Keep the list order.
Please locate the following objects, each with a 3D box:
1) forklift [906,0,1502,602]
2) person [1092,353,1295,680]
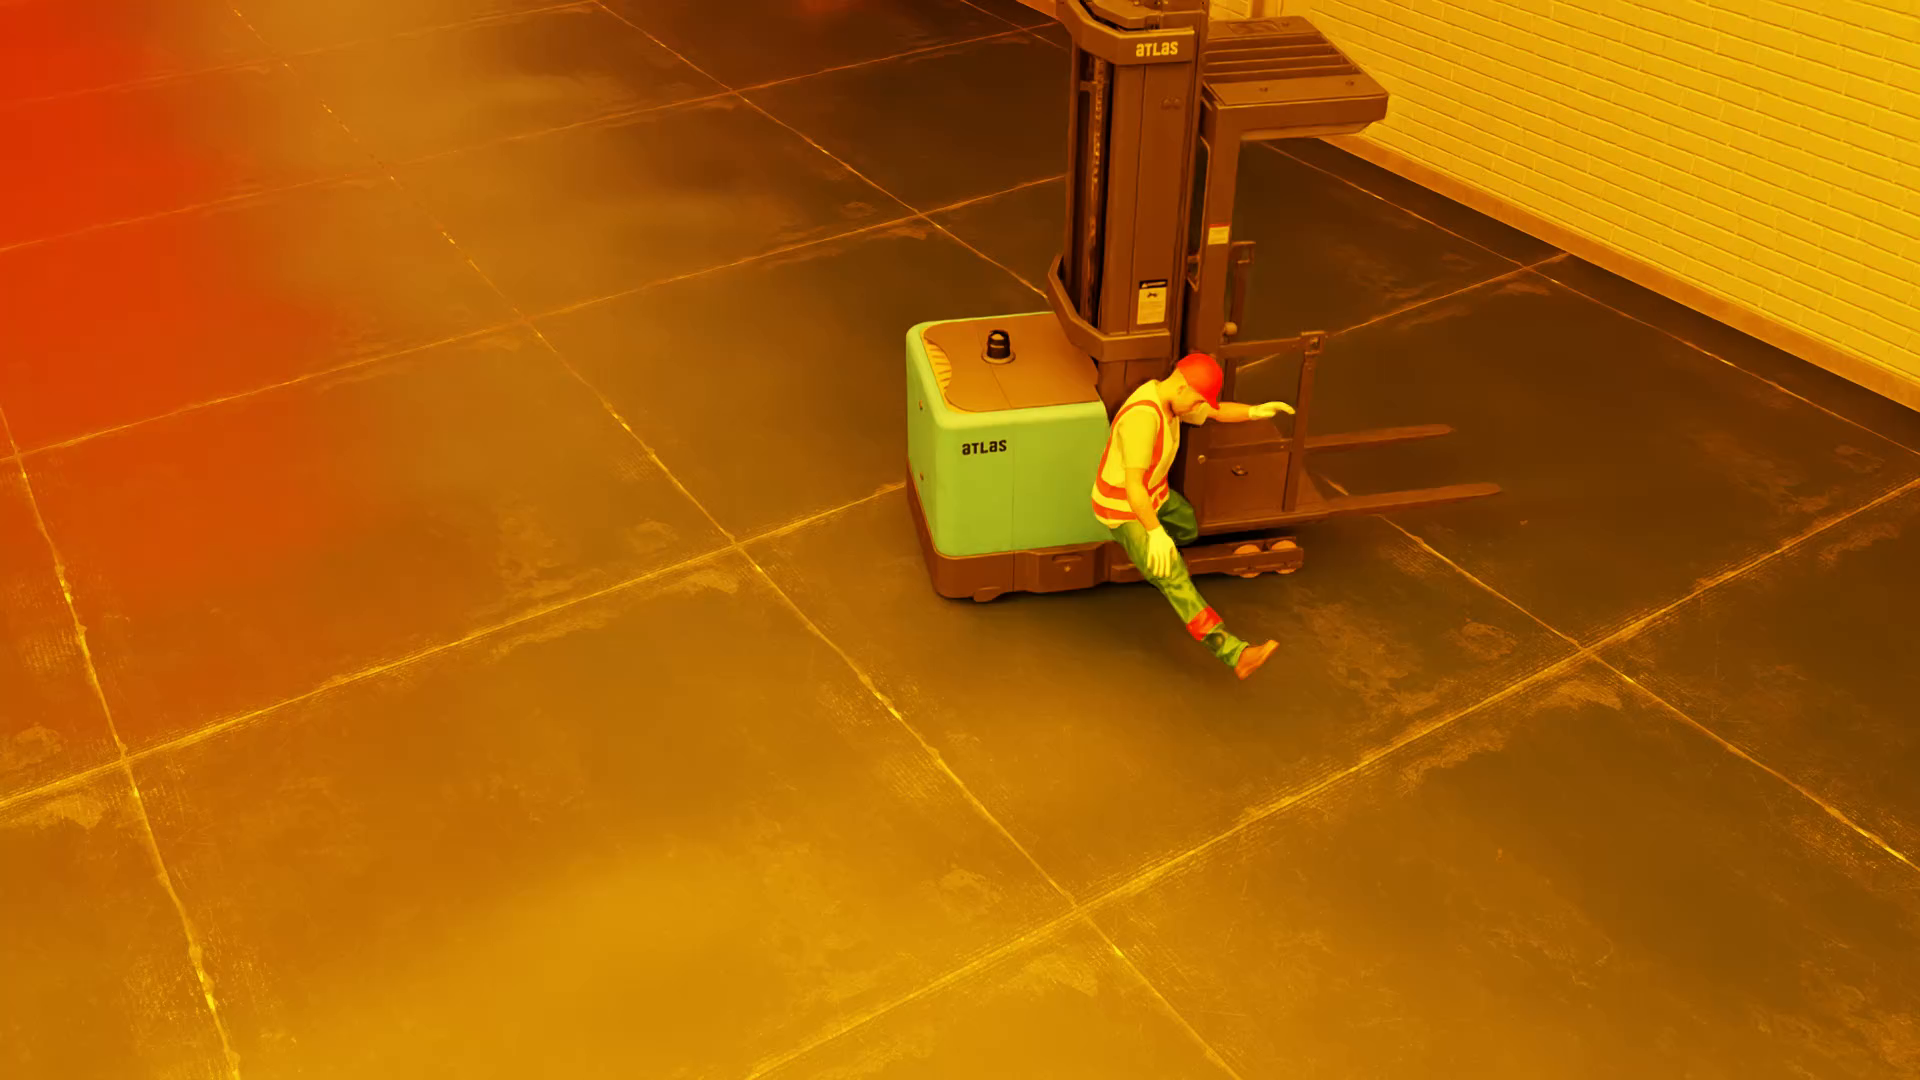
[{"bbox_3d":[1.282,-1.301,8.000,3.031,2.935,1.130,-6,36,-9],"label":"forklift"},{"bbox_3d":[1.121,-0.186,7.715,1.191,1.407,1.032,19,39,25],"label":"person"}]
